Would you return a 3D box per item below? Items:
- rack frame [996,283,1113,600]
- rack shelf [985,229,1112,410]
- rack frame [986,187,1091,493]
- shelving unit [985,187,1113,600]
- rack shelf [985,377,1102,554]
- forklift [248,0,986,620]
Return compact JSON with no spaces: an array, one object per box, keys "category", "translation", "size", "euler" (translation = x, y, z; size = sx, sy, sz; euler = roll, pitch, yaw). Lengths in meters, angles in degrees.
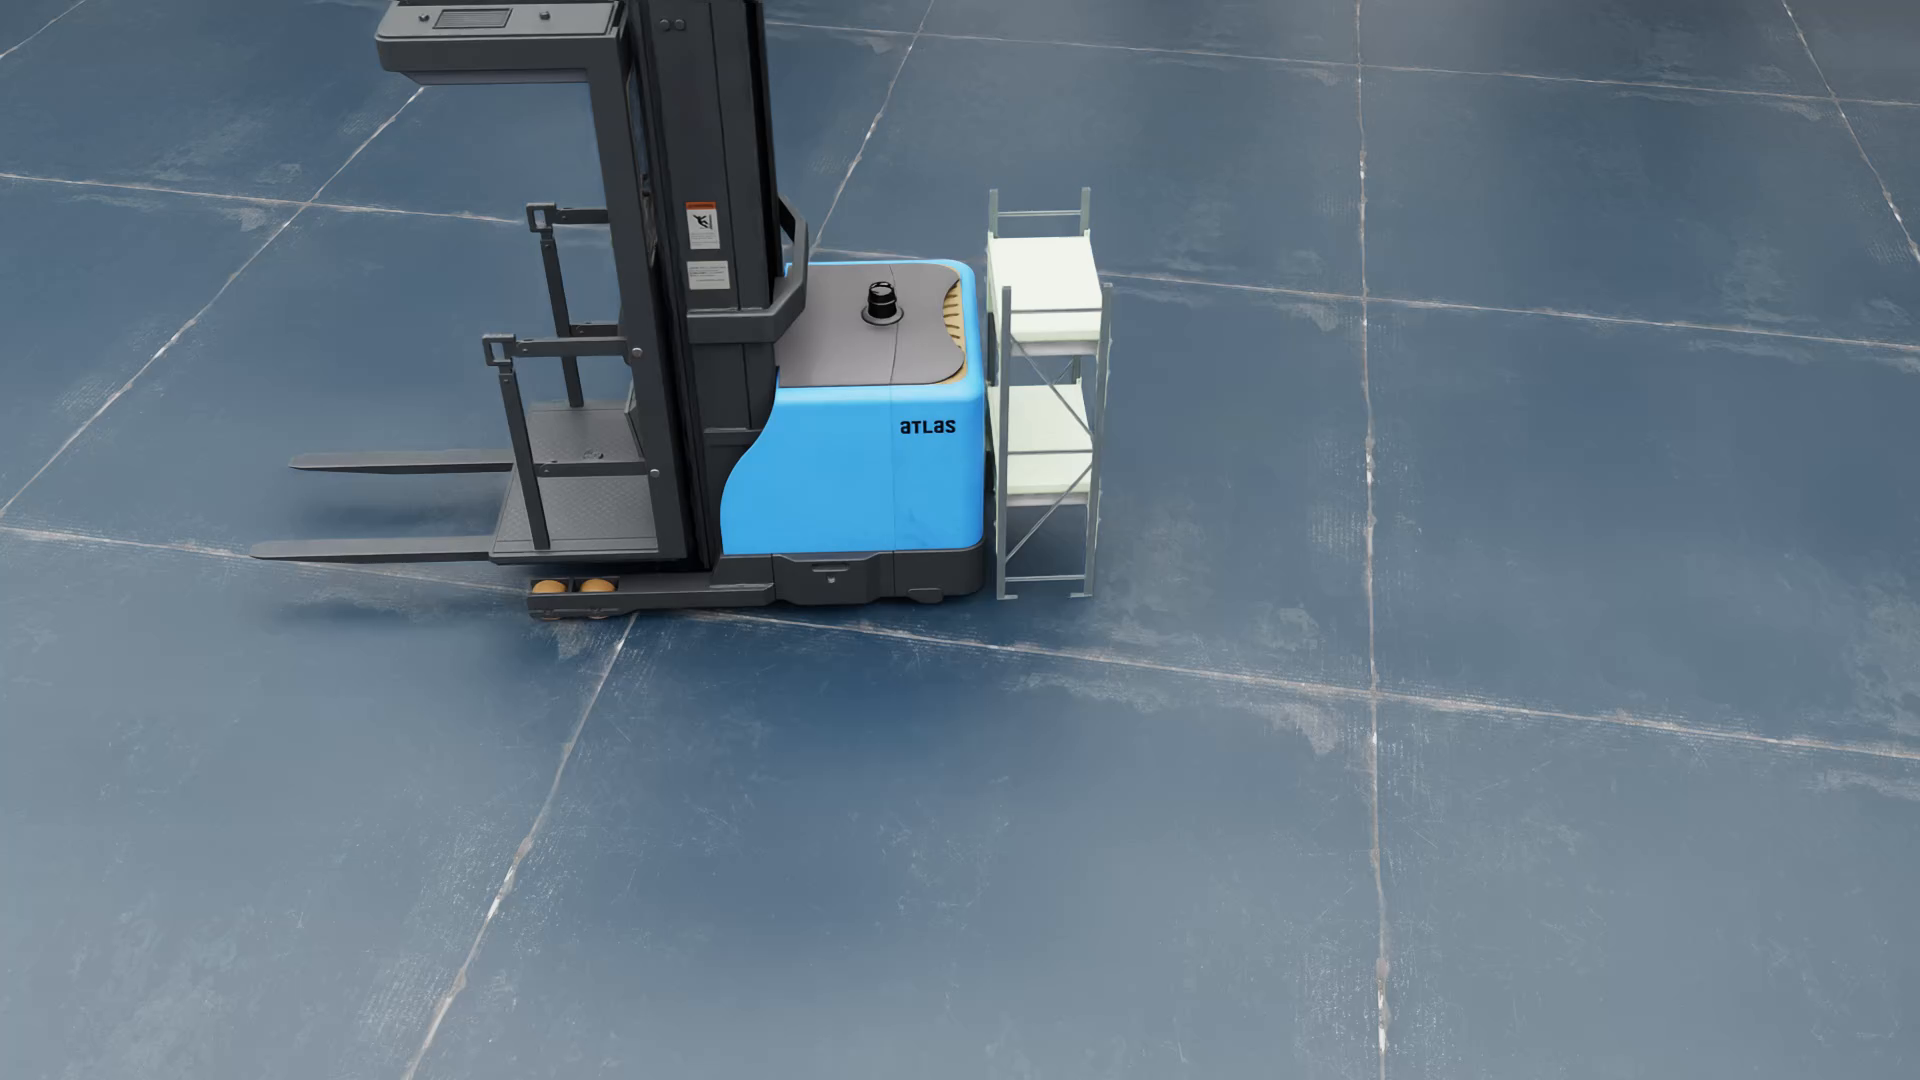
[{"category":"rack frame","translation":[0.352,-0.340,6.484],"size":[0.400,1.500,0.023],"euler":[-2,40,-2]},{"category":"rack shelf","translation":[0.334,-0.873,6.517],"size":[0.431,0.370,0.720],"euler":[-2,40,-2]},{"category":"rack frame","translation":[0.316,-0.805,7.047],"size":[0.400,1.500,0.023],"euler":[-2,40,-2]},{"category":"shelving unit","translation":[0.334,-0.573,6.765],"size":[0.431,1.500,0.755],"euler":[-2,40,-2]},{"category":"rack shelf","translation":[0.334,-0.321,6.973],"size":[0.431,0.370,0.720],"euler":[-2,40,-2]},{"category":"forklift","translation":[-1.423,-1.145,6.335],"size":[3.031,2.935,1.130],"euler":[-1,40,-2]}]
